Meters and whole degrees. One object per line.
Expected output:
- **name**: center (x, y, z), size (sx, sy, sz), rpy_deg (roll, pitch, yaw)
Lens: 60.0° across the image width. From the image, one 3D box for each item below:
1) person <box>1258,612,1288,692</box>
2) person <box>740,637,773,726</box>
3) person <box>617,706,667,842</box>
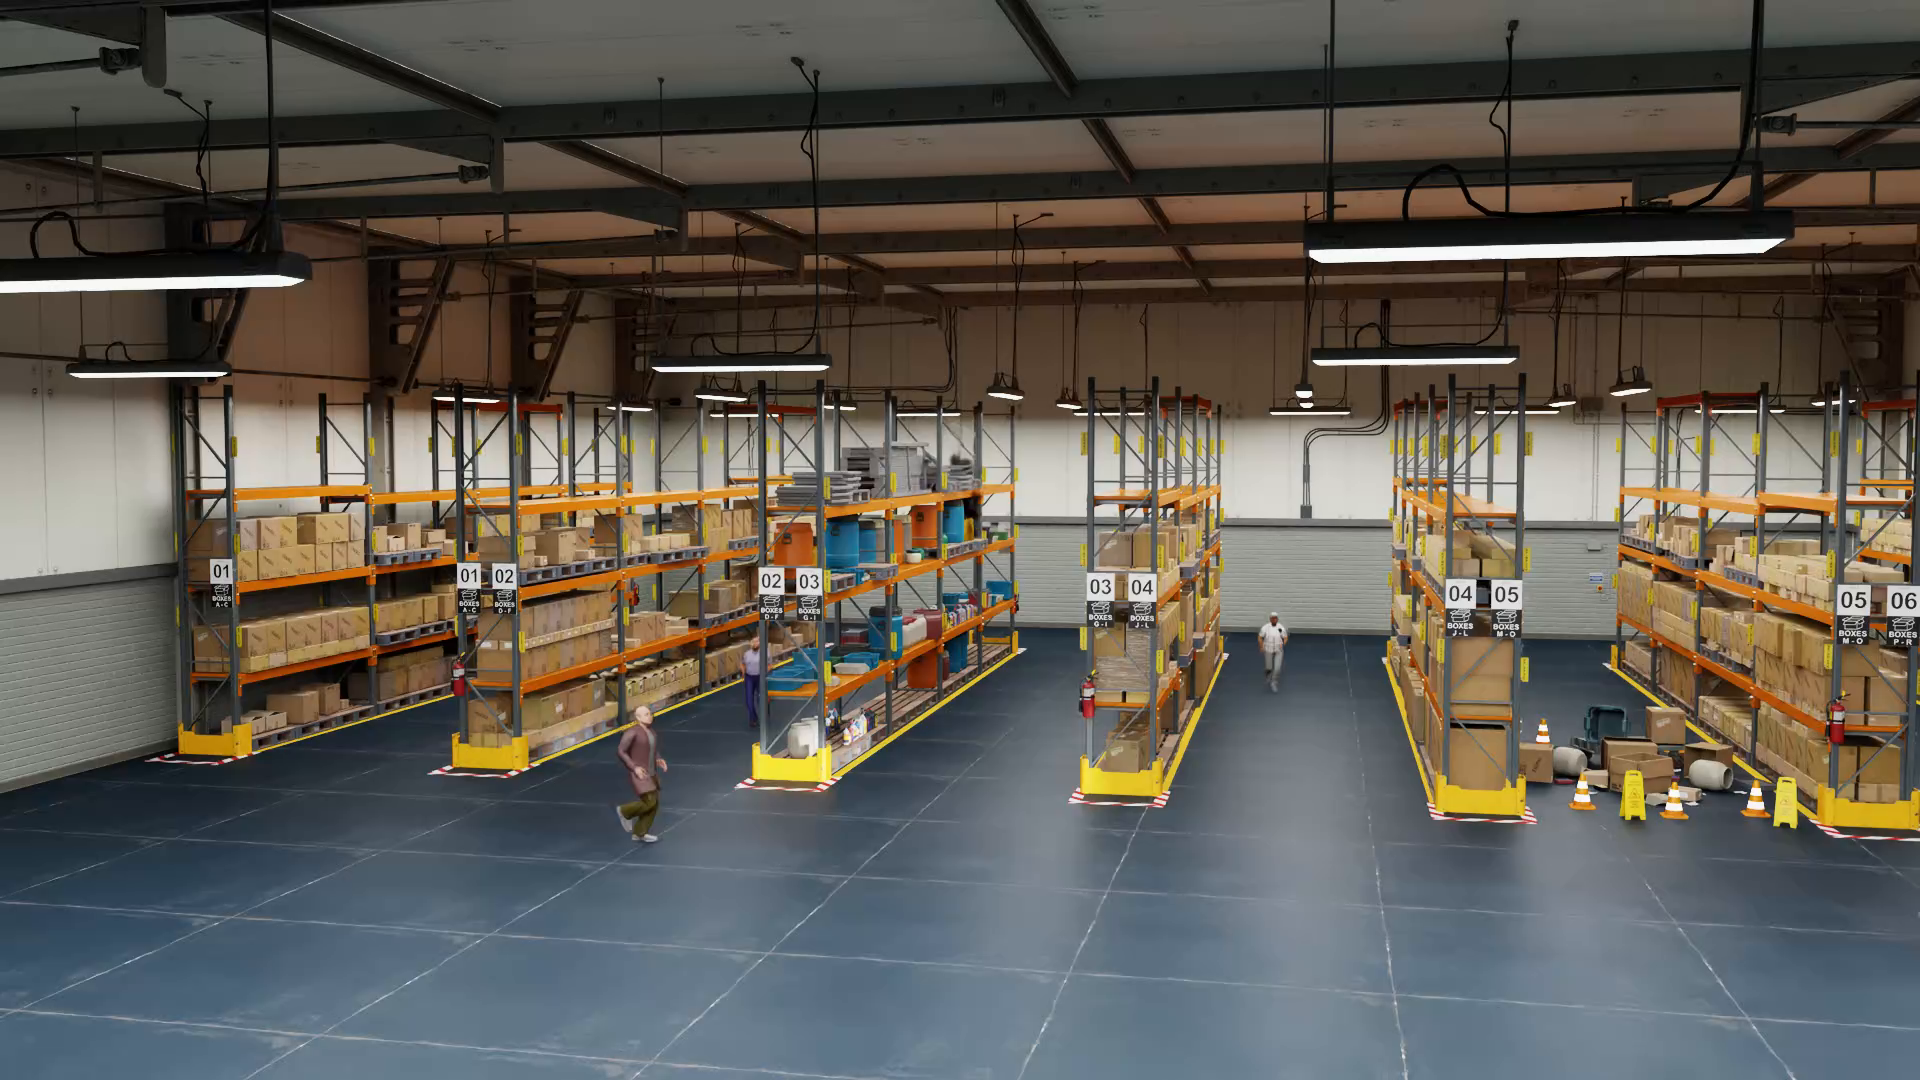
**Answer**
- **person**: center (6.425, 2.293, 34.093), size (0.607, 1.627, 0.549), rpy_deg (0, 3, 5)
- **person**: center (-3.669, 2.532, 29.882), size (0.605, 1.593, 0.546), rpy_deg (0, 3, 7)
- **person**: center (-4.038, 3.007, 21.090), size (0.642, 1.641, 0.675), rpy_deg (2, 4, 25)
